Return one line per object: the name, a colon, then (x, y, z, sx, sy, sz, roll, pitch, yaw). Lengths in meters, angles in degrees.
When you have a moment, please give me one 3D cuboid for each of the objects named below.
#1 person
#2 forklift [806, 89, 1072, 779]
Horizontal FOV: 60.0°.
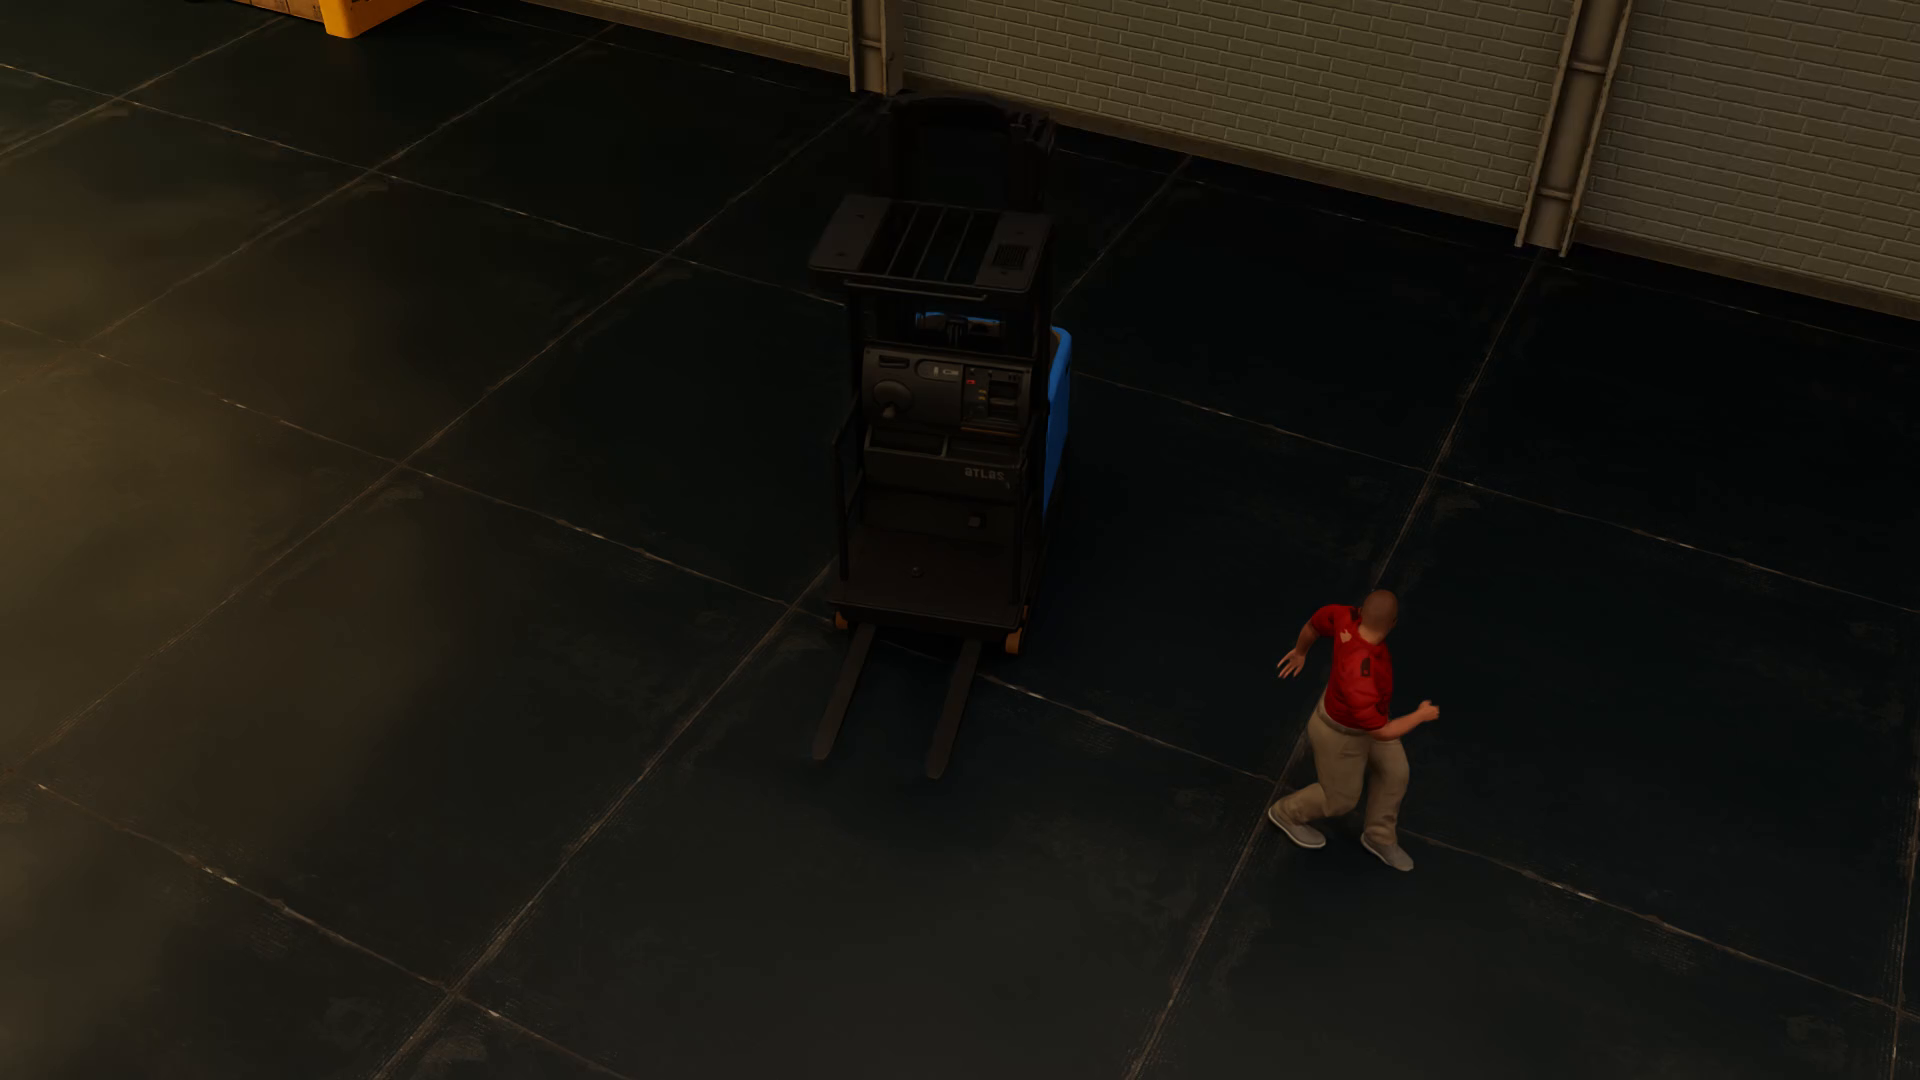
person: (1.872, 0.908, 7.940, 0.914, 1.714, 0.579, 19, 44, 21)
forklift: (-0.117, -0.733, 8.856, 1.130, 2.935, 3.031, 8, 41, 9)
